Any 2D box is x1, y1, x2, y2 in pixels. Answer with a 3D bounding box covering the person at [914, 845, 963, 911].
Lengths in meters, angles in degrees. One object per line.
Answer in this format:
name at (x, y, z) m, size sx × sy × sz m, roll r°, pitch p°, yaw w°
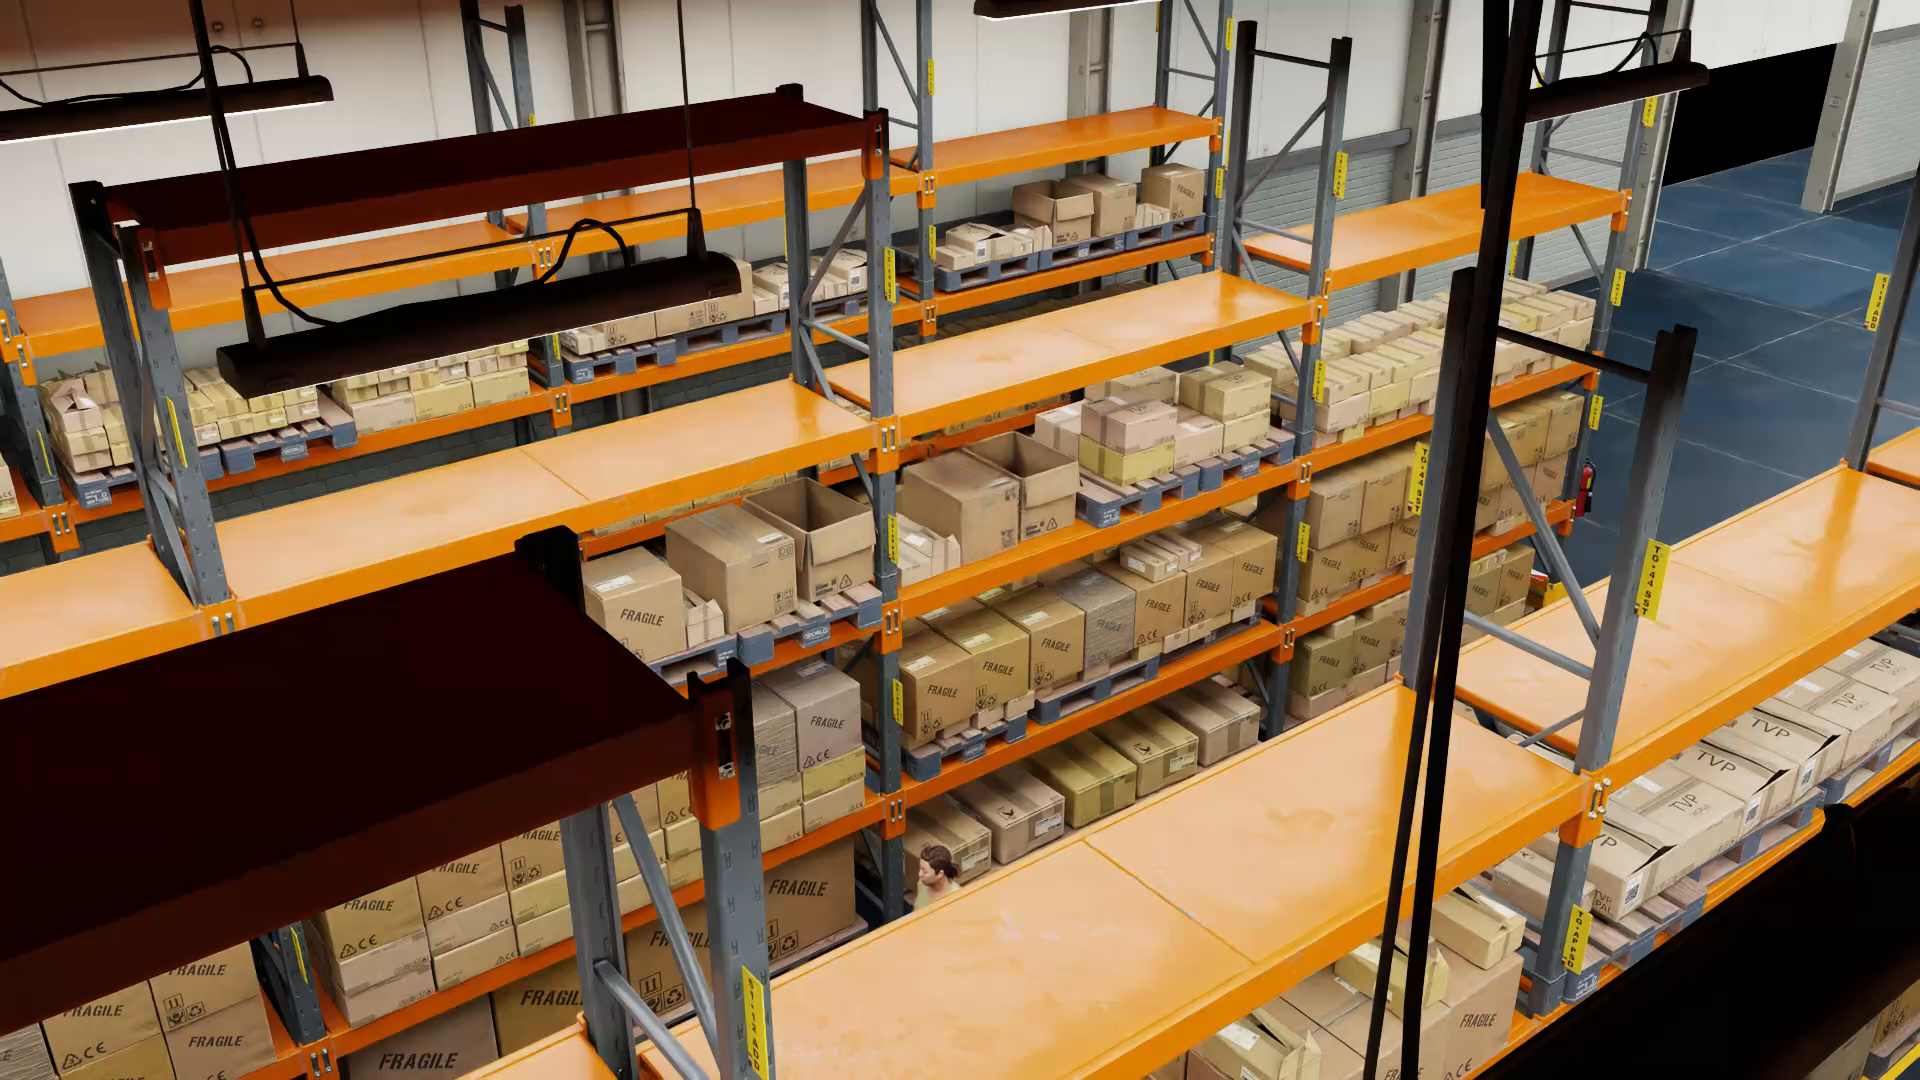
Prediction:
person at (-0.057, 2.667, 10.763) m, size 0.504 × 1.669 × 0.497 m, roll -23°, pitch 34°, yaw -38°
